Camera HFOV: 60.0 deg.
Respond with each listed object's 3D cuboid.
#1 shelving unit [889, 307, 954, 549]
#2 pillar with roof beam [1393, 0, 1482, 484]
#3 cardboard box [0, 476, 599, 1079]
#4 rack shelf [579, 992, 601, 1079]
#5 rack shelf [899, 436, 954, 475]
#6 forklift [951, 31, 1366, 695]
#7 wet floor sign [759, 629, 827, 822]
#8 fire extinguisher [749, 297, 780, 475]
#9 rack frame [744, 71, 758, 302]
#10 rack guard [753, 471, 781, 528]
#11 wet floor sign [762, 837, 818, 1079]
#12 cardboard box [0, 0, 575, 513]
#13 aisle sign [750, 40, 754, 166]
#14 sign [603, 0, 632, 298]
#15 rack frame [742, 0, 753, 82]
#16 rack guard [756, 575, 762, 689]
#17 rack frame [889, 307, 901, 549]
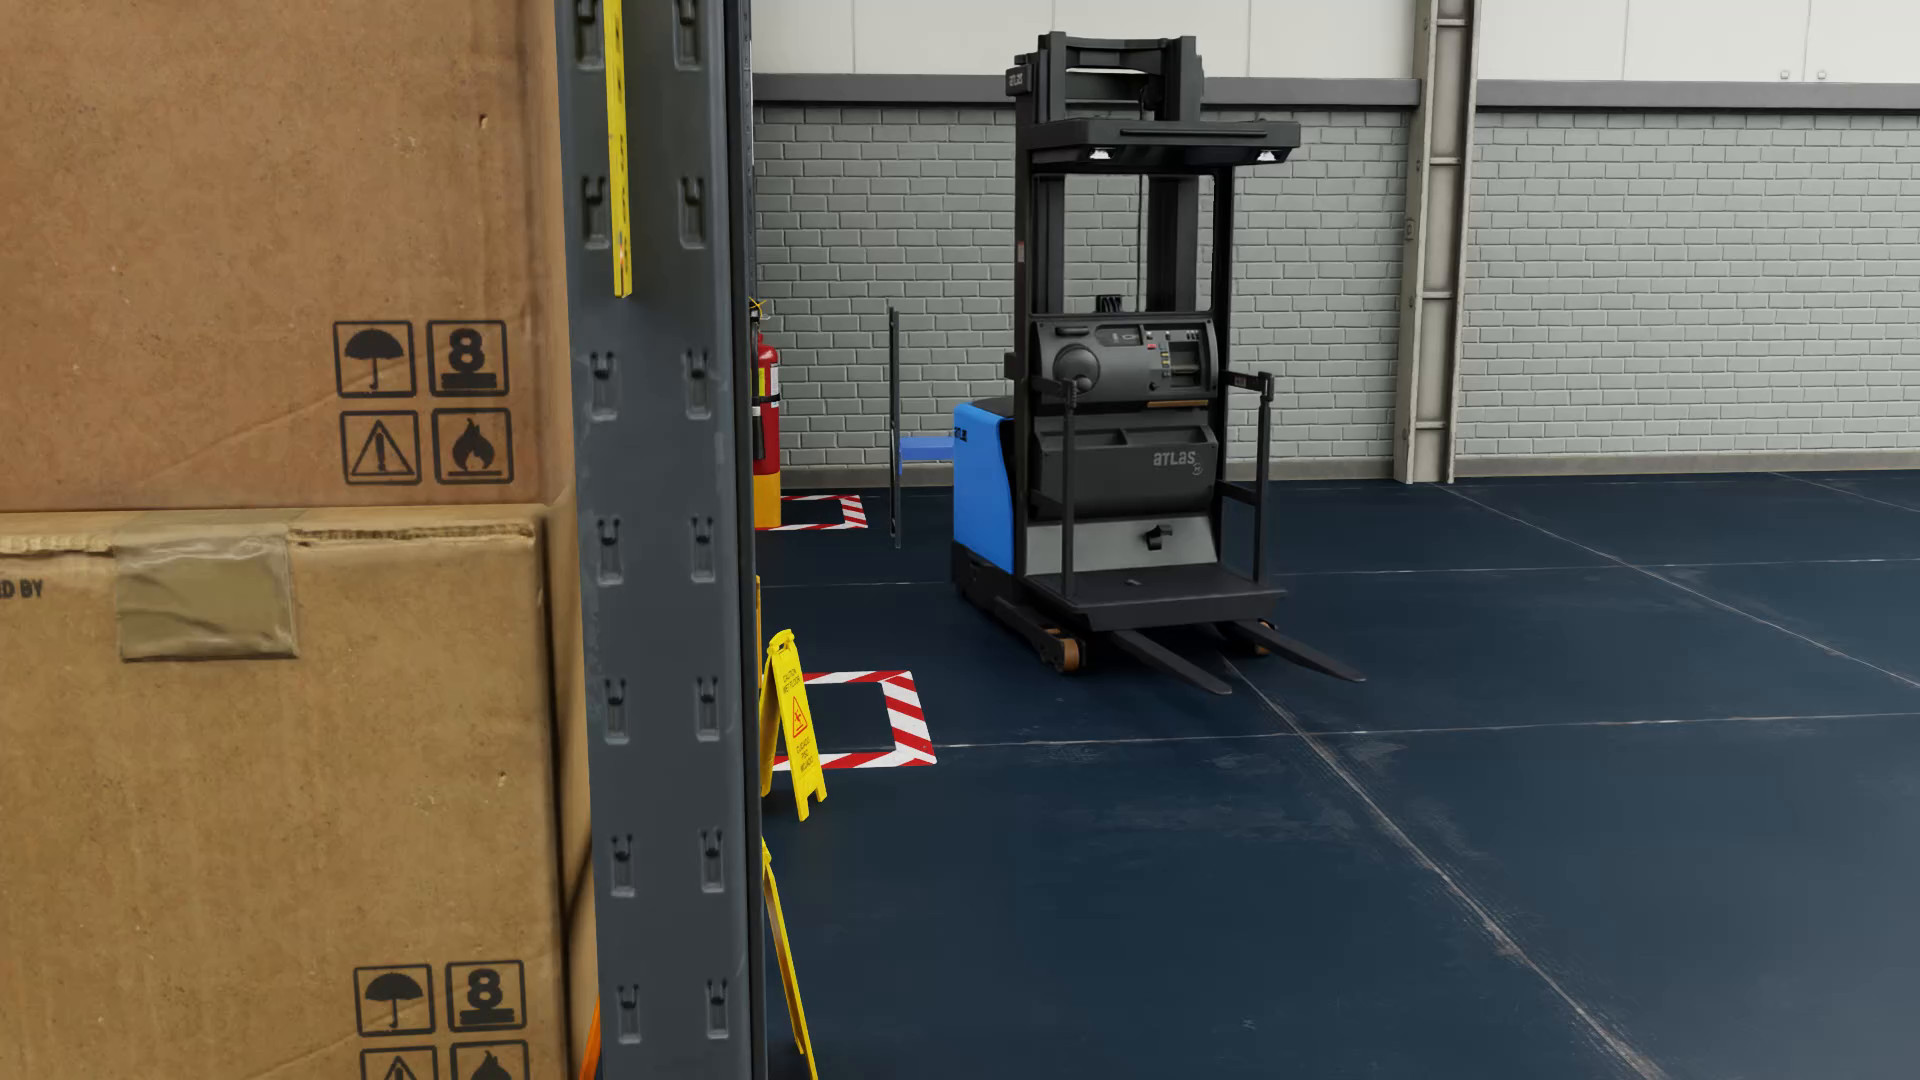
[{"bbox_3d":[0.085,-0.738,10.732,1.048,1.500,0.538,-1,11,-6],"label":"shelving unit"},{"bbox_3d":[4.164,-4.067,8.228,0.400,9.000,9.100,-1,11,-6],"label":"pillar with roof beam"},{"bbox_3d":[-0.665,0.176,1.808,0.550,0.550,0.875,-1,11,-6],"label":"cardboard box"},{"bbox_3d":[-2.290,0.628,1.763,4.000,0.370,1.077,-1,11,-6],"label":"rack shelf"},{"bbox_3d":[0.085,-0.561,10.767,1.000,0.185,0.538,-1,11,-6],"label":"rack shelf"},{"bbox_3d":[0.884,-0.906,7.878,1.130,2.935,3.031,-4,12,-17],"label":"forklift"},{"bbox_3d":[-0.632,0.643,5.927,0.232,0.644,0.267,3,11,14],"label":"wet floor sign"},{"bbox_3d":[-0.773,-0.590,6.294,0.183,0.674,0.296,-1,11,-6],"label":"fire extinguisher"},{"bbox_3d":[-1.476,-1.666,11.565,0.127,3.000,1.000,-1,11,-6],"label":"rack frame"},{"bbox_3d":[-1.452,-0.440,11.809,0.348,0.500,1.175,-1,11,-6],"label":"rack guard"},{"bbox_3d":[-0.487,1.008,4.067,0.232,0.644,0.267,-3,12,-16],"label":"wet floor sign"},{"bbox_3d":[-0.675,-0.370,1.786,0.550,0.550,0.875,-1,11,-6],"label":"cardboard box"},{"bbox_3d":[-1.379,-2.886,11.035,0.004,0.787,0.394,-1,11,-6],"label":"aisle sign"},{"bbox_3d":[-0.257,-0.347,1.240,0.005,0.325,0.100,-1,11,-6],"label":"sign"},{"bbox_3d":[-1.476,-4.609,10.987,0.127,3.000,1.000,-1,11,-6],"label":"rack frame"},{"bbox_3d":[-1.012,0.514,6.957,0.348,0.500,1.175,-1,11,-6],"label":"rack guard"},{"bbox_3d":[-0.421,-0.727,10.678,0.032,1.500,0.500,-1,11,-6],"label":"rack frame"}]
